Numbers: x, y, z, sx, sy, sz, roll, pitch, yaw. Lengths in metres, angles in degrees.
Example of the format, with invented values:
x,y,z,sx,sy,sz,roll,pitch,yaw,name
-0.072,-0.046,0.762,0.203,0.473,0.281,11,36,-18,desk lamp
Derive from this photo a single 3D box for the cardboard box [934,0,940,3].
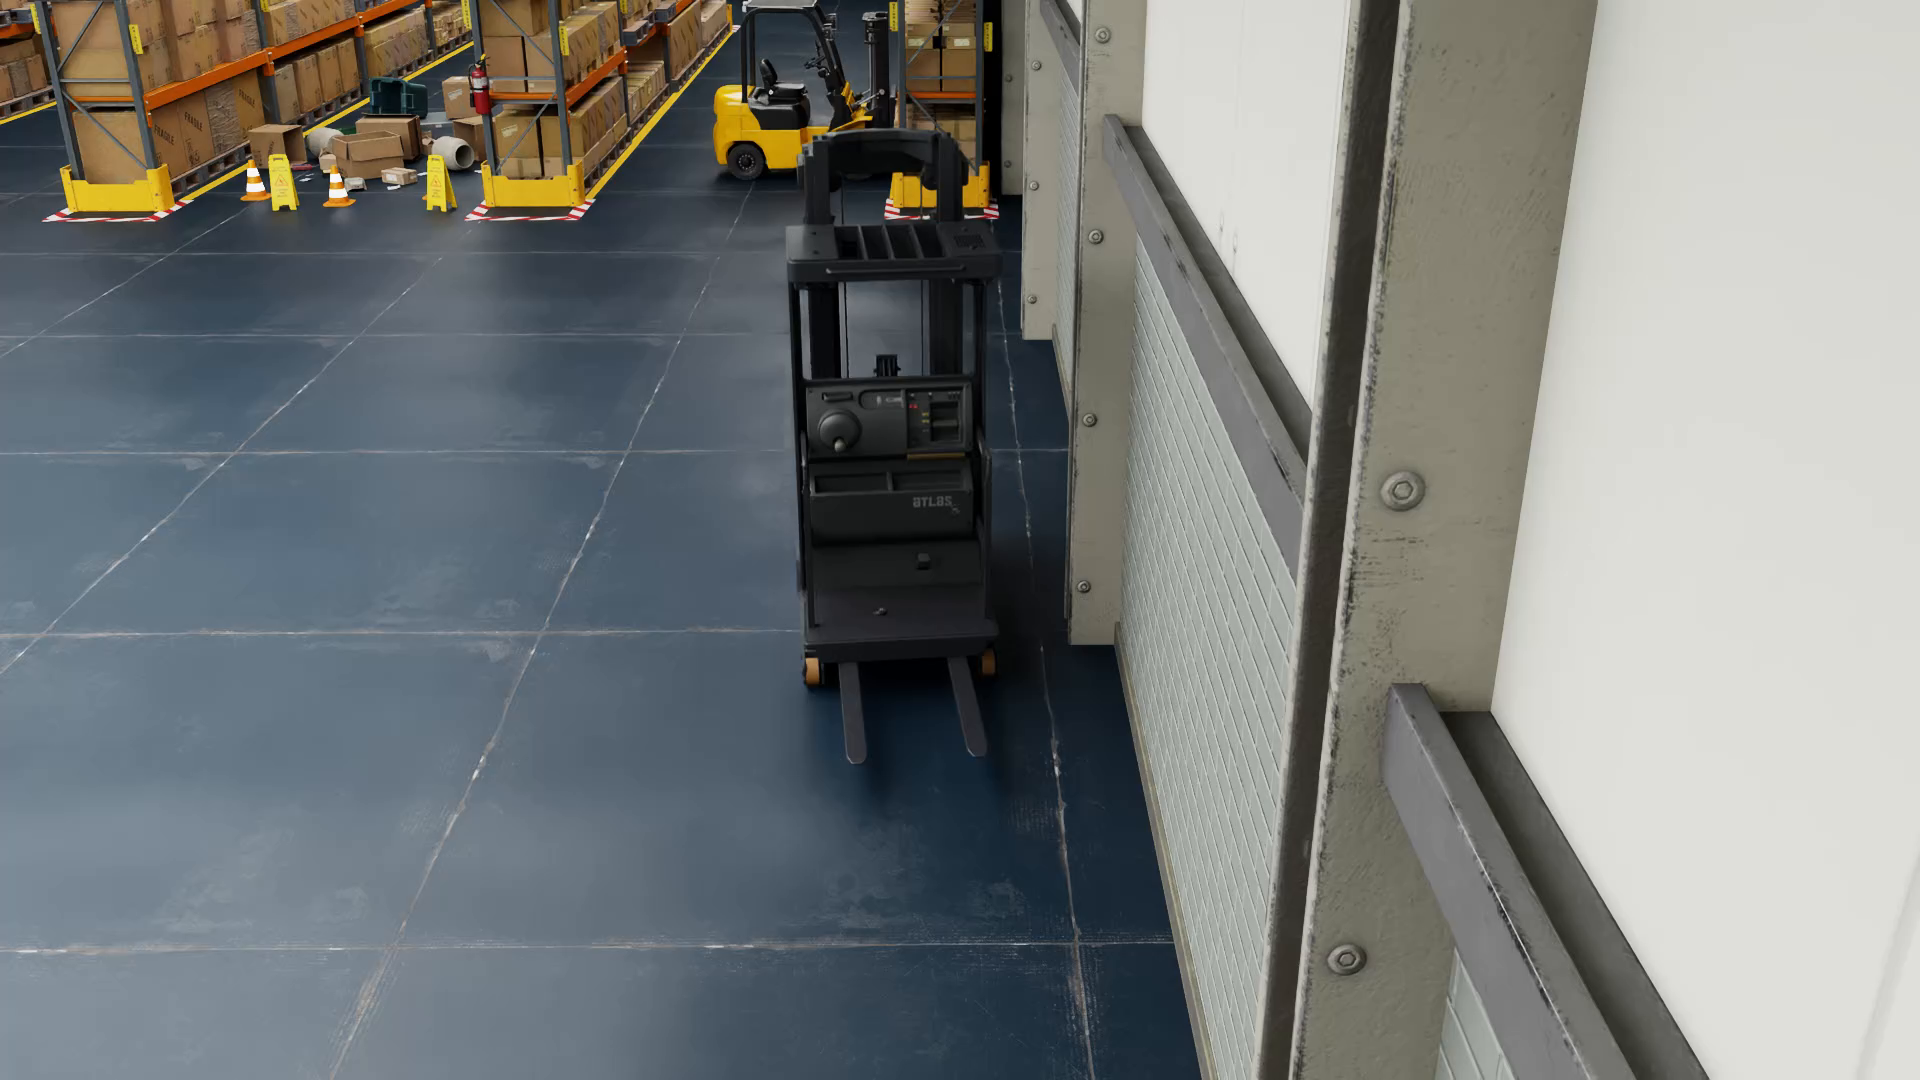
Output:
x,y,z,sx,sy,sz,roll,pitch,yaw,name
-0.461,-7.261,22.396,0.380,0.149,0.250,-1,24,-2,cardboard box

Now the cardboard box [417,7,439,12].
x,y,z,sx,sy,sz,roll,pitch,yaw,name
-10.573,-10.499,33.052,0.380,0.149,0.250,1,24,2,cardboard box

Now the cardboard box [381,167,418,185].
x,y,z,sx,sy,sz,roll,pitch,yaw,name
-7.227,-4.689,21.438,0.380,0.149,0.250,13,27,27,cardboard box

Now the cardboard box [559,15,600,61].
x,y,z,sx,sy,sz,roll,pitch,yaw,name
-4.950,-6.468,21.429,0.500,0.500,0.500,-1,24,-2,cardboard box

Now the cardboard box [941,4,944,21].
x,y,z,sx,sy,sz,roll,pitch,yaw,name
-0.022,-7.499,23.767,0.500,0.250,0.500,-1,24,-1,cardboard box

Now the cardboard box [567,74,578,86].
x,y,z,sx,sy,sz,roll,pitch,yaw,name
-4.928,-5.698,20.513,0.380,0.149,0.250,-1,24,-2,cardboard box

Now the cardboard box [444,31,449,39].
x,y,z,sx,sy,sz,roll,pitch,yaw,name
-10.065,-9.699,32.004,0.380,0.149,0.250,-1,24,-2,cardboard box

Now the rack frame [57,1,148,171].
x,y,z,sx,sy,sz,roll,pitch,yaw,name
-10.144,-5.394,19.536,0.949,2.616,0.053,0,24,-1,rack frame

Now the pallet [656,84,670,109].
x,y,z,sx,sy,sz,roll,pitch,yaw,name
-5.273,-7.162,26.828,1.003,0.211,1.213,0,24,-1,pallet

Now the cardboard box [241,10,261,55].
x,y,z,sx,sy,sz,roll,pitch,yaw,name
-10.169,-6.958,22.813,0.875,0.550,0.550,0,24,-1,cardboard box

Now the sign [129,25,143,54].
x,y,z,sx,sy,sz,roll,pitch,yaw,name
-9.586,-5.824,19.341,0.100,0.325,0.005,0,24,-1,sign

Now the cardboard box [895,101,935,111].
x,y,z,sx,sy,sz,roll,pitch,yaw,name
-0.573,-5.482,21.345,0.500,0.250,0.500,0,24,0,cardboard box

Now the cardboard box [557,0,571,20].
x,y,z,sx,sy,sz,roll,pitch,yaw,name
-5.389,-6.928,21.233,0.700,0.500,0.500,0,24,-1,cardboard box

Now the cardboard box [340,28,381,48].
x,y,z,sx,sy,sz,roll,pitch,yaw,name
-9.994,-8.370,27.729,0.500,0.250,0.500,-1,24,-3,cardboard box

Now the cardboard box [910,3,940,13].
x,y,z,sx,sy,sz,roll,pitch,yaw,name
-0.452,-6.841,21.465,0.380,0.149,0.250,0,24,0,cardboard box

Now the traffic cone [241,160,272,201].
x,y,z,sx,sy,sz,roll,pitch,yaw,name
-8.727,-4.463,20.557,0.336,0.463,0.334,0,24,-1,traffic cone

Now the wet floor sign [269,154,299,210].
x,y,z,sx,sy,sz,roll,pitch,yaw,name
-8.161,-4.318,20.014,0.267,0.644,0.232,-4,25,-10,wet floor sign

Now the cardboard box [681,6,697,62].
x,y,z,sx,sy,sz,roll,pitch,yaw,name
-5.219,-8.998,29.574,0.875,0.875,0.875,0,24,1,cardboard box

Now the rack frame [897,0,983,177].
x,y,z,sx,sy,sz,roll,pitch,yaw,name
-0.229,-5.481,19.730,1.000,3.000,0.127,0,24,-1,rack frame

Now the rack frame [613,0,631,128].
x,y,z,sx,sy,sz,roll,pitch,yaw,name
-5.236,-7.106,23.321,1.000,3.000,0.127,0,24,-1,rack frame

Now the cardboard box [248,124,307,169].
x,y,z,sx,sy,sz,roll,pitch,yaw,name
-9.142,-5.269,22.291,0.500,0.500,0.500,4,25,9,cardboard box

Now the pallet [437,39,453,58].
x,y,z,sx,sy,sz,roll,pitch,yaw,name
-10.315,-9.345,31.655,1.003,0.211,1.213,0,24,-1,pallet

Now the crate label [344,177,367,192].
x,y,z,sx,sy,sz,roll,pitch,yaw,name
-7.664,-4.503,21.041,0.250,0.136,0.298,-14,28,-28,crate label

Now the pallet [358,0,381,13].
x,y,z,sx,sy,sz,roll,pitch,yaw,name
-10.343,-8.896,27.512,1.213,0.211,1.003,0,24,-1,pallet

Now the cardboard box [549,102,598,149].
x,y,z,sx,sy,sz,roll,pitch,yaw,name
-4.936,-5.297,21.238,0.500,0.500,0.500,-1,24,-3,cardboard box

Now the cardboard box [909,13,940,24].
x,y,z,sx,sy,sz,roll,pitch,yaw,name
-0.436,-6.417,20.529,0.380,0.149,0.250,0,24,0,cardboard box

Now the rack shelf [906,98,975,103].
x,y,z,sx,sy,sz,roll,pitch,yaw,name
-0.251,-6.043,21.671,0.831,0.071,3.687,0,24,-1,rack shelf

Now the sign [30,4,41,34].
x,y,z,sx,sy,sz,roll,pitch,yaw,name
-10.684,-6.032,19.256,0.100,0.325,0.005,0,24,-1,sign

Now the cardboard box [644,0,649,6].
x,y,z,sx,sy,sz,roll,pitch,yaw,name
-4.969,-8.295,24.958,0.500,0.500,0.500,-1,24,-3,cardboard box

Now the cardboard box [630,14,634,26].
x,y,z,sx,sy,sz,roll,pitch,yaw,name
-4.920,-7.515,24.021,0.380,0.149,0.250,0,24,1,cardboard box

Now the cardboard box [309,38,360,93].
x,y,z,sx,sy,sz,roll,pitch,yaw,name
-10.312,-7.605,26.646,1.050,0.750,0.750,-1,24,-1,cardboard box

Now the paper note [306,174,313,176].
x,y,z,sx,sy,sz,roll,pitch,yaw,name
-8.541,-4.798,21.845,0.032,0.001,0.123,13,27,27,paper note

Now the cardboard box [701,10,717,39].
x,y,z,sx,sy,sz,roll,pitch,yaw,name
-5.233,-10.054,32.440,0.875,0.438,0.875,-1,24,-2,cardboard box

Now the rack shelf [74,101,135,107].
x,y,z,sx,sy,sz,roll,pitch,yaw,name
-10.163,-5.955,21.477,0.831,0.071,3.687,0,24,-1,rack shelf

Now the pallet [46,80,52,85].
x,y,z,sx,sy,sz,roll,pitch,yaw,name
-15.122,-7.764,28.161,1.003,0.211,1.213,0,24,-1,pallet

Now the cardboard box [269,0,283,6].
x,y,z,sx,sy,sz,roll,pitch,yaw,name
-10.204,-7.960,23.874,0.700,0.500,0.500,-1,24,-1,cardboard box

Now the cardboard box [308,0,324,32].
x,y,z,sx,sy,sz,roll,pitch,yaw,name
-9.936,-7.929,25.019,0.500,0.500,0.500,0,24,0,cardboard box

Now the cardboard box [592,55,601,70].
x,y,z,sx,sy,sz,roll,pitch,yaw,name
-4.901,-6.230,21.690,0.380,0.149,0.250,0,24,0,cardboard box

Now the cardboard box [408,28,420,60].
x,y,z,sx,sy,sz,roll,pitch,yaw,name
-10.007,-8.876,29.758,0.500,0.500,0.500,-1,24,-2,cardboard box

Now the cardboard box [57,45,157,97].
x,y,z,sx,sy,sz,roll,pitch,yaw,name
-10.190,-5.615,19.842,0.875,0.550,0.550,0,24,-1,cardboard box

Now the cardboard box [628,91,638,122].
x,y,z,sx,sy,sz,roll,pitch,yaw,name
-5.244,-6.316,24.254,0.950,0.372,0.625,0,24,0,cardboard box

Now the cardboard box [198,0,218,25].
x,y,z,sx,sy,sz,roll,pitch,yaw,name
-10.224,-7.001,21.597,0.875,0.550,0.550,0,24,-1,cardboard box

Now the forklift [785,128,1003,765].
x,y,z,sx,sy,sz,roll,pitch,yaw,name
-13.551,-7.153,23.508,23.922,2.935,37.235,-3,24,-6,forklift

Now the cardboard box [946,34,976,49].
x,y,z,sx,sy,sz,roll,pitch,yaw,name
0.027,-5.964,19.887,0.380,0.149,0.250,-1,24,-2,cardboard box

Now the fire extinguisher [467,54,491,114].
x,y,z,sx,sy,sz,roll,pitch,yaw,name
-5.652,-5.373,19.584,0.296,0.674,0.183,0,24,-1,fire extinguisher

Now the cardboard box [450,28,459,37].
x,y,z,sx,sy,sz,roll,pitch,yaw,name
-10.009,-9.917,32.487,0.380,0.149,0.250,-1,24,-2,cardboard box

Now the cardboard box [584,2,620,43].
x,y,z,sx,sy,sz,roll,pitch,yaw,name
-4.983,-7.105,22.837,0.500,0.500,0.500,-1,24,-2,cardboard box

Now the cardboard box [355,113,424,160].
x,y,z,sx,sy,sz,roll,pitch,yaw,name
-7.762,-5.480,22.591,0.797,0.637,0.503,0,24,-1,cardboard box

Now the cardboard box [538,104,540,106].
x,y,z,sx,sy,sz,roll,pitch,yaw,name
-5.533,-5.617,21.159,0.380,0.149,0.250,0,24,0,cardboard box

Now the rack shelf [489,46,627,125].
x,y,z,sx,sy,sz,roll,pitch,yaw,name
-5.214,-5.954,21.647,1.077,0.370,4.000,0,24,-1,rack shelf

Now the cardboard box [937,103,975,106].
x,y,z,sx,sy,sz,roll,pitch,yaw,name
-0.049,-5.486,21.355,0.500,0.250,0.500,0,24,-1,cardboard box
